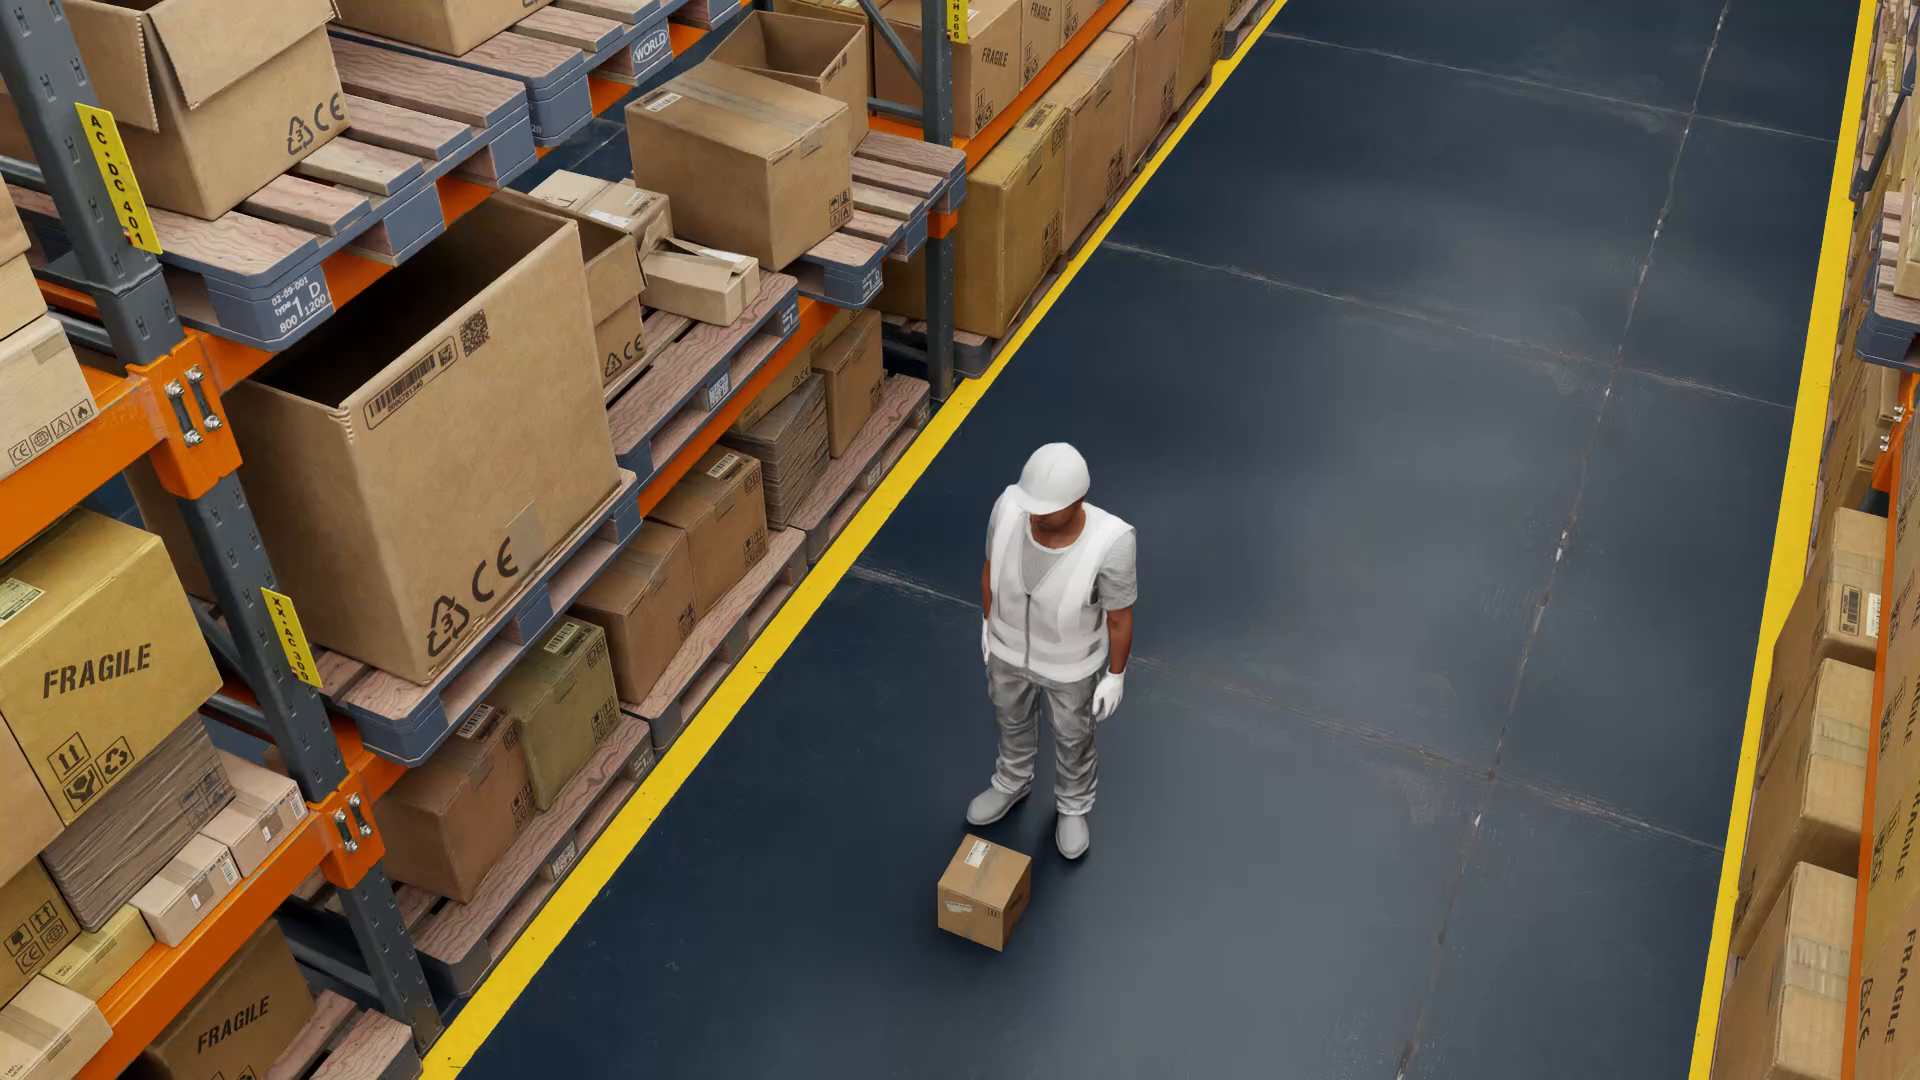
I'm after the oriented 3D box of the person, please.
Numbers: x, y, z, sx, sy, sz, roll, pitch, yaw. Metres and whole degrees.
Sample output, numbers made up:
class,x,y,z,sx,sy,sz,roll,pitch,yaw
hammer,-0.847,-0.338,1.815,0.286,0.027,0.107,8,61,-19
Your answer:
class,x,y,z,sx,sy,sz,roll,pitch,yaw
person,0.312,0.383,5.704,0.564,1.786,0.356,19,45,20
